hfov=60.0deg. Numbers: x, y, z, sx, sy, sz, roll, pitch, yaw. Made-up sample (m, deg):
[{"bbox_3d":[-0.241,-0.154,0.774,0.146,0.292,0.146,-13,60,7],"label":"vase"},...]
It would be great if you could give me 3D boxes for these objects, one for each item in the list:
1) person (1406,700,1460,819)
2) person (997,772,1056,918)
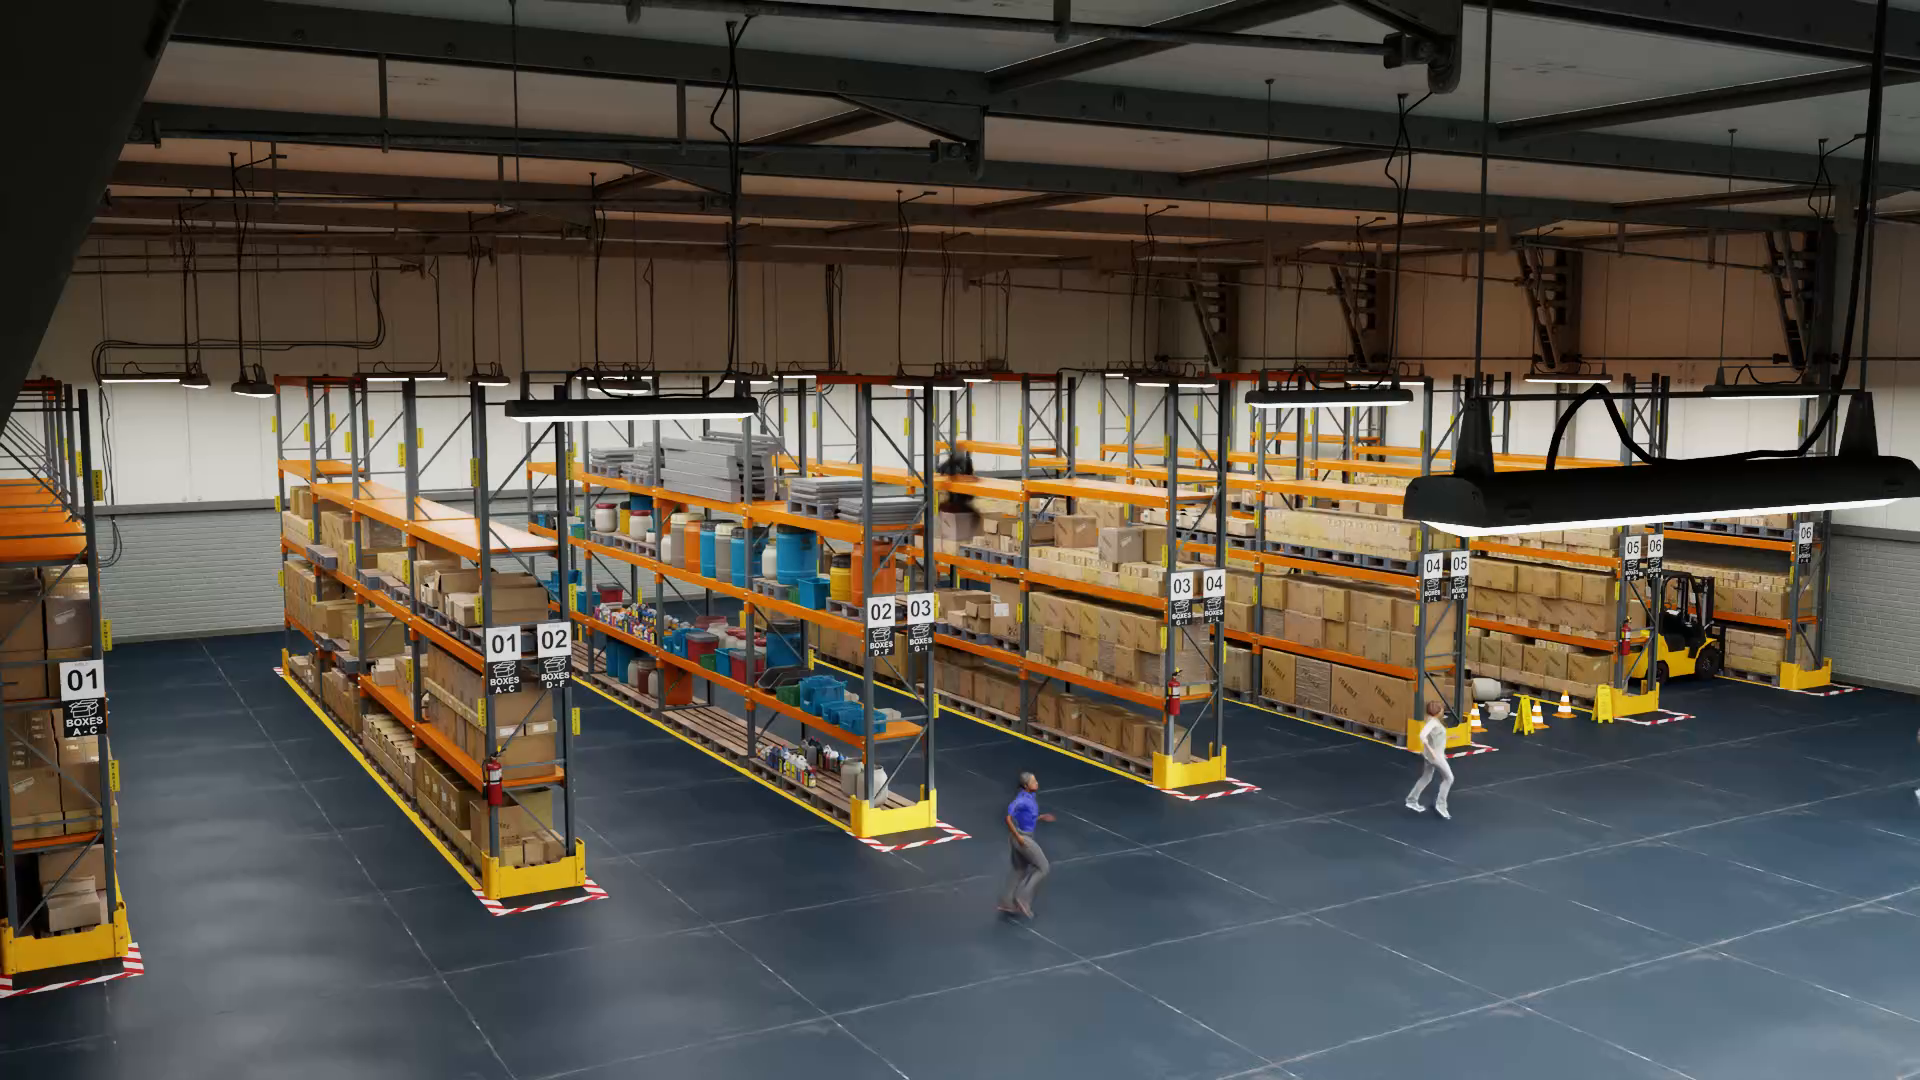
[{"bbox_3d":[6.537,3.028,22.953,0.711,1.644,0.504,0,6,3],"label":"person"},{"bbox_3d":[0.764,3.461,18.932,0.673,1.675,0.549,0,6,-2],"label":"person"}]
